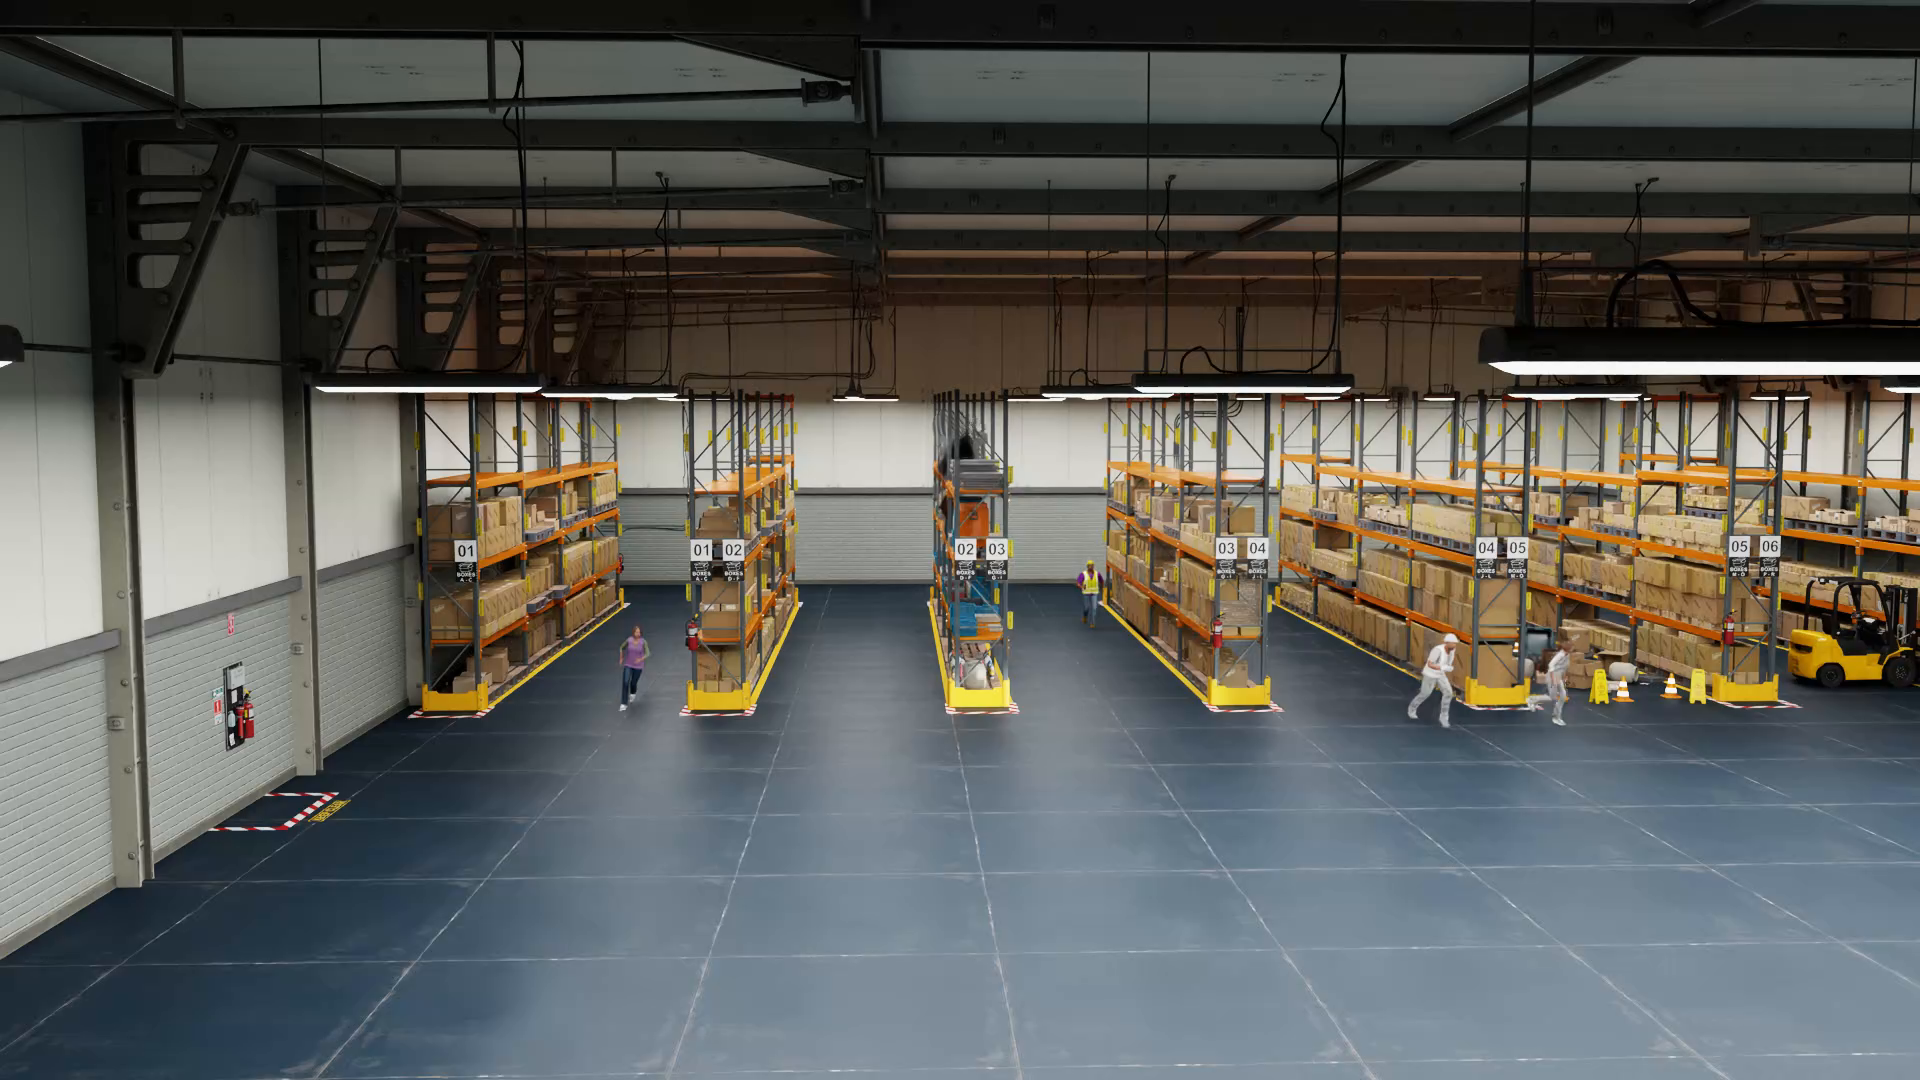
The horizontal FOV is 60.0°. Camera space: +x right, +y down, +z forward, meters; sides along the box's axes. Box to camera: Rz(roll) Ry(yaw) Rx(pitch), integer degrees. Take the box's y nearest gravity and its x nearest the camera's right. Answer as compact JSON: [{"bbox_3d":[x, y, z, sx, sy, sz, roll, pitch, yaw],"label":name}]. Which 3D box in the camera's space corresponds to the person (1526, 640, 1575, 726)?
[{"bbox_3d":[10.614,2.545,29.897,0.810,1.547,0.538,3,5,31],"label":"person"}]

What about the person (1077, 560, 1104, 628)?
[{"bbox_3d":[3.352,1.385,42.642,0.714,1.733,0.791,0,5,-4],"label":"person"}]

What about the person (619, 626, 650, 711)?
[{"bbox_3d":[-6.127,2.389,31.318,0.579,1.560,0.813,0,5,-4],"label":"person"}]

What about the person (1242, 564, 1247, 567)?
[{"bbox_3d":[8.129,0.954,47.670,0.694,1.715,0.647,2,5,23],"label":"person"}]

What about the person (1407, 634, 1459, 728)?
[{"bbox_3d":[8.462,2.489,29.716,0.729,1.726,1.034,-4,6,-37],"label":"person"}]
